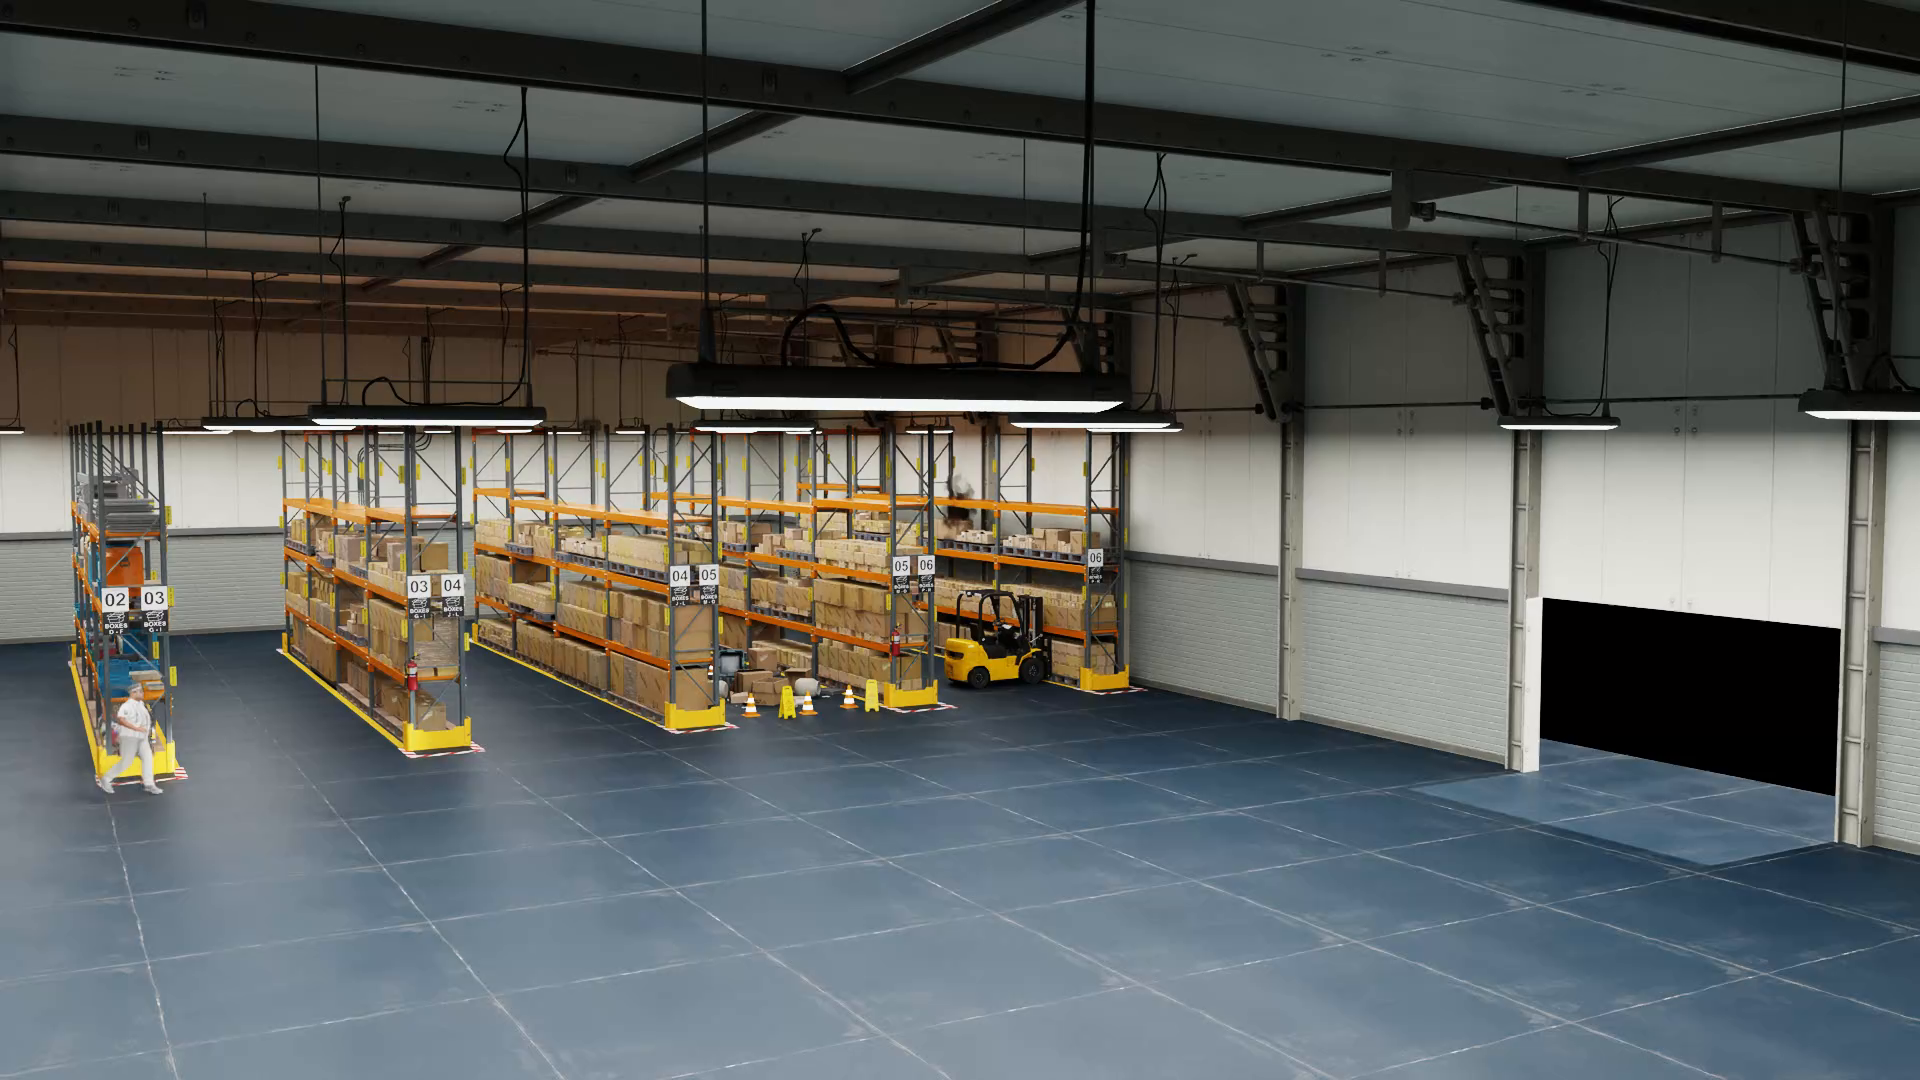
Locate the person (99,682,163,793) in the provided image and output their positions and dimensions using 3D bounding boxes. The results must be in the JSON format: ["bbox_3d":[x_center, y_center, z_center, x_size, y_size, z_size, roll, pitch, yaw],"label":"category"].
[{"bbox_3d":[-13.273,3.182,26.792,0.971,1.756,0.738,0,4,4],"label":"person"}]

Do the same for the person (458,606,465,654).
[{"bbox_3d":[-13.121,2.144,43.131,0.646,1.780,0.951,-2,4,-30],"label":"person"}]
